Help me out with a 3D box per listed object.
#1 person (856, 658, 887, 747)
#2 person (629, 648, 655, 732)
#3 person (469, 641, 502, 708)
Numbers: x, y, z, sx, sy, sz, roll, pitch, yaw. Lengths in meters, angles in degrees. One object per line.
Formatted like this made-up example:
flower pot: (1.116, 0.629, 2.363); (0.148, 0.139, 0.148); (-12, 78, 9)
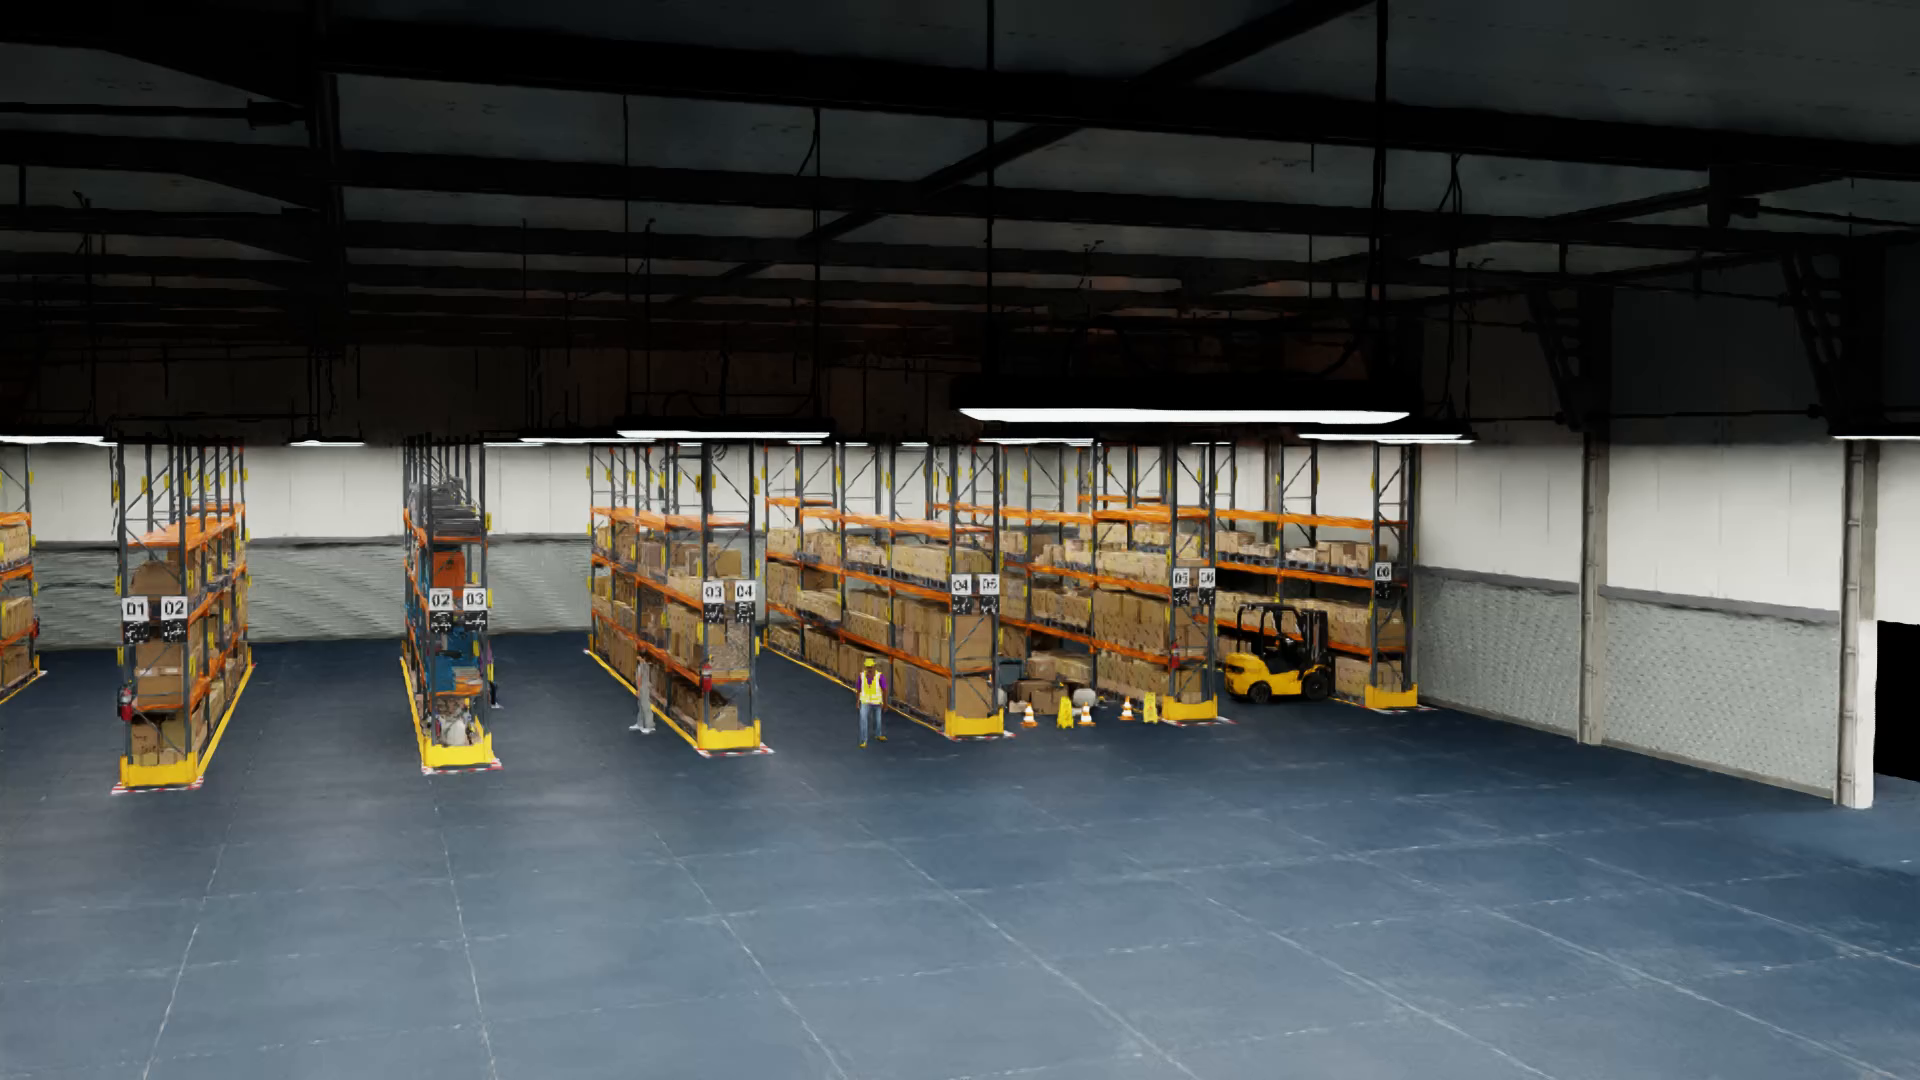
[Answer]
person: (-1.702, 3.103, 31.951); (0.618, 1.710, 0.971); (0, 3, 1)
person: (-6.419, 3.013, 33.533); (0.575, 1.665, 0.577); (0, 3, 1)
person: (-10.471, 2.919, 36.565); (0.561, 1.525, 0.788); (-2, 4, -37)
